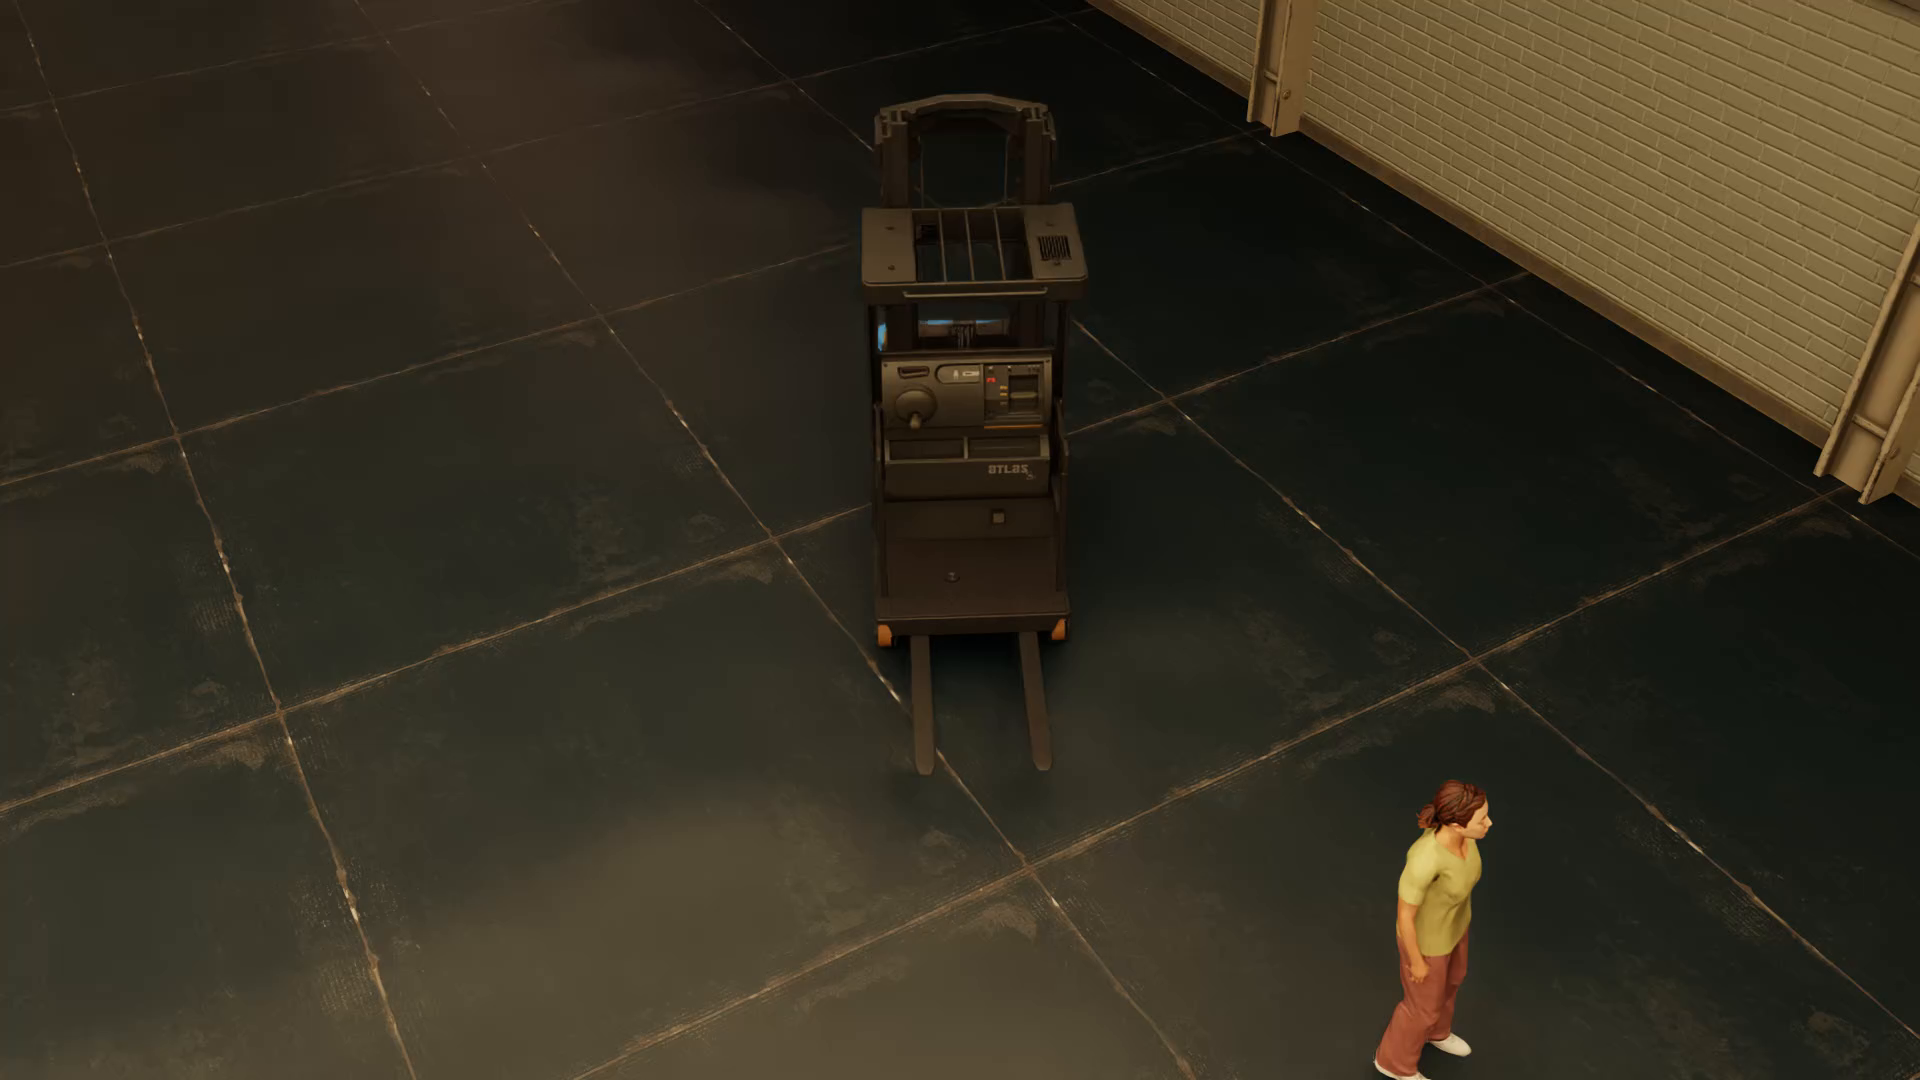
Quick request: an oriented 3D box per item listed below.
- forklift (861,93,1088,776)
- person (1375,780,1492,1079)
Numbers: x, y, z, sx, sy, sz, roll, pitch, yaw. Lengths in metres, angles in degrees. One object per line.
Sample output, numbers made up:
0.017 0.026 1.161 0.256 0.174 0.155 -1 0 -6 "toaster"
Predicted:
0.052 -0.728 8.914 1.130 2.935 3.031 -2 40 -2 "forklift"
2.038 1.668 7.025 0.479 1.690 0.538 25 46 27 "person"
